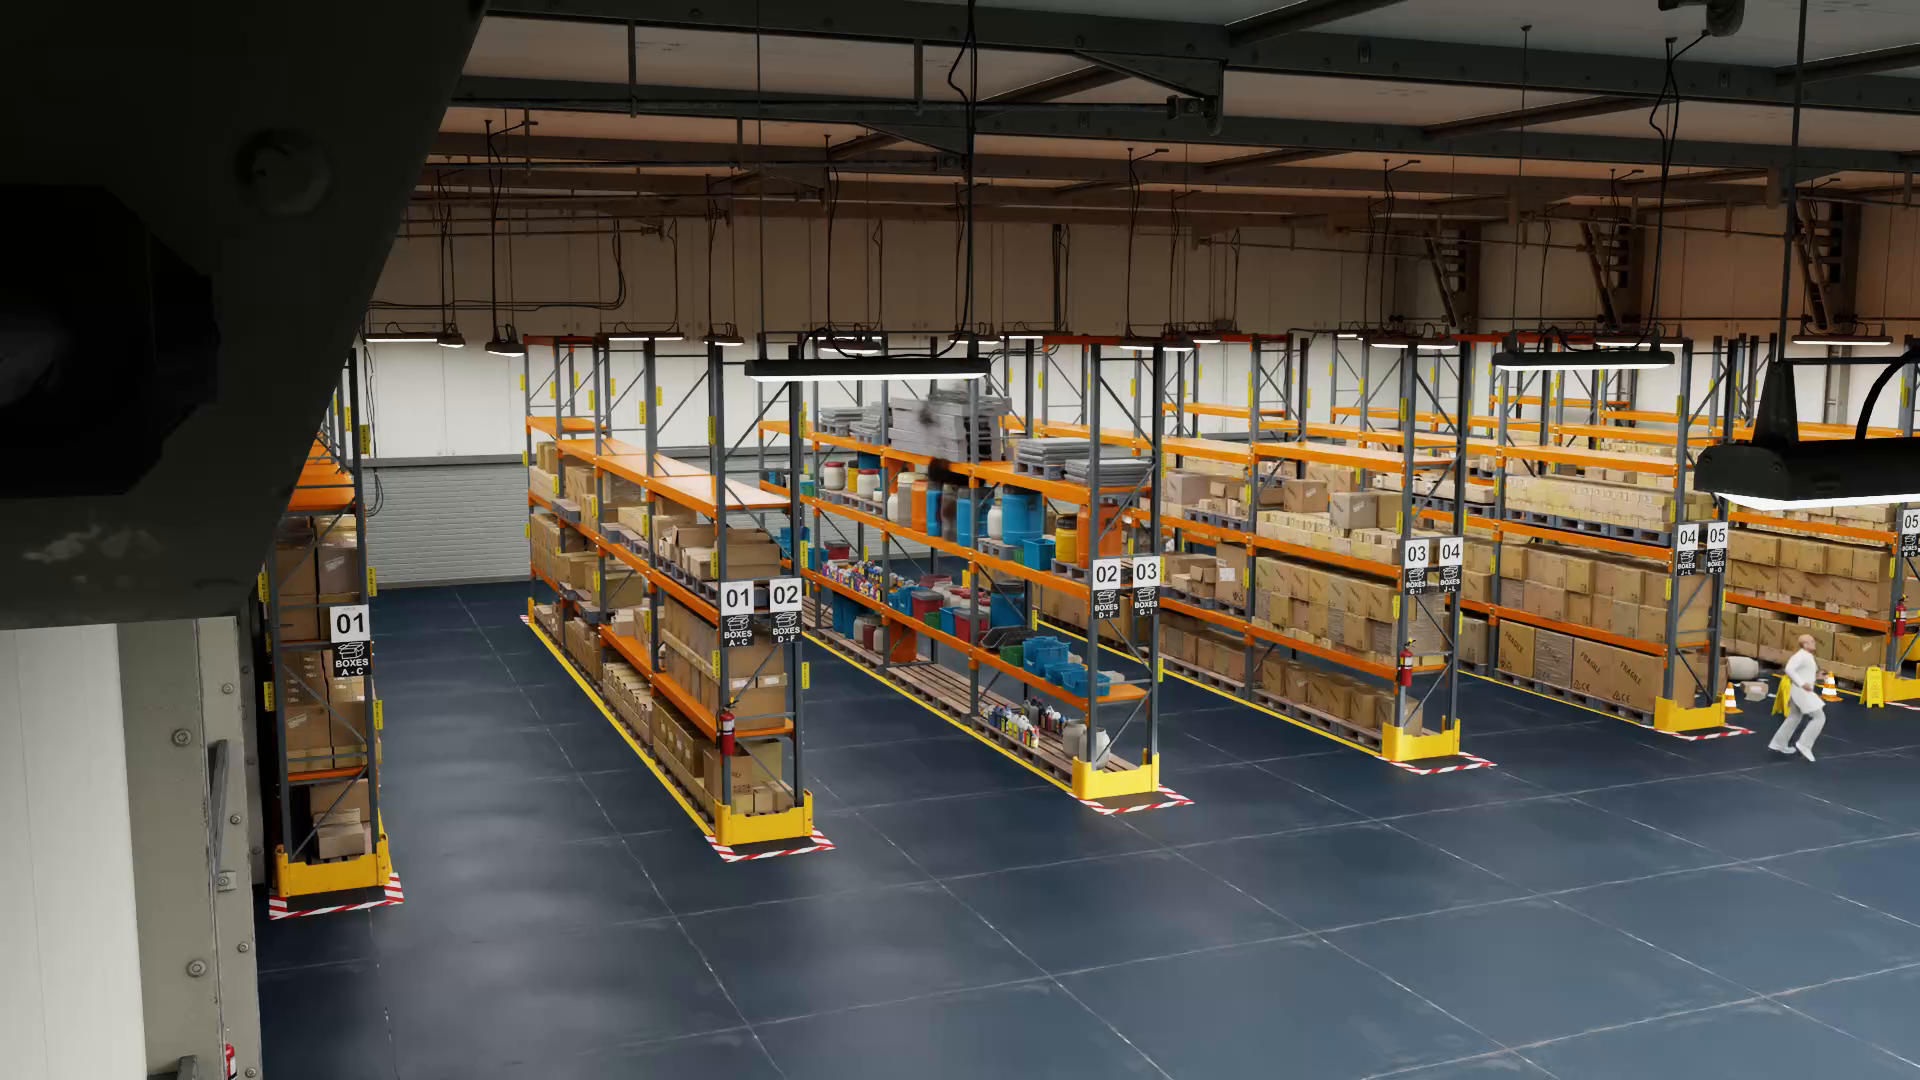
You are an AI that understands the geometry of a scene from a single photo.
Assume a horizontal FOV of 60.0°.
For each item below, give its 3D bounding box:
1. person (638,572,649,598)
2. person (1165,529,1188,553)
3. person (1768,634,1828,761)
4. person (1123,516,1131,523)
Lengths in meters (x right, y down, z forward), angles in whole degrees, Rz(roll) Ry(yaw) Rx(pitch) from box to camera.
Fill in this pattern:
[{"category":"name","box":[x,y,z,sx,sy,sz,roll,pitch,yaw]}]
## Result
[{"category":"person","box":[-6.769,0.760,35.491,0.847,1.781,0.682,6,9,36]},{"category":"person","box":[4.807,0.579,37.147,0.613,1.710,0.895,-3,8,-18]},{"category":"person","box":[12.152,2.267,24.098,0.721,1.827,0.725,3,8,21]},{"category":"person","box":[4.089,-0.018,41.385,0.822,1.708,0.792,-2,8,-17]}]
